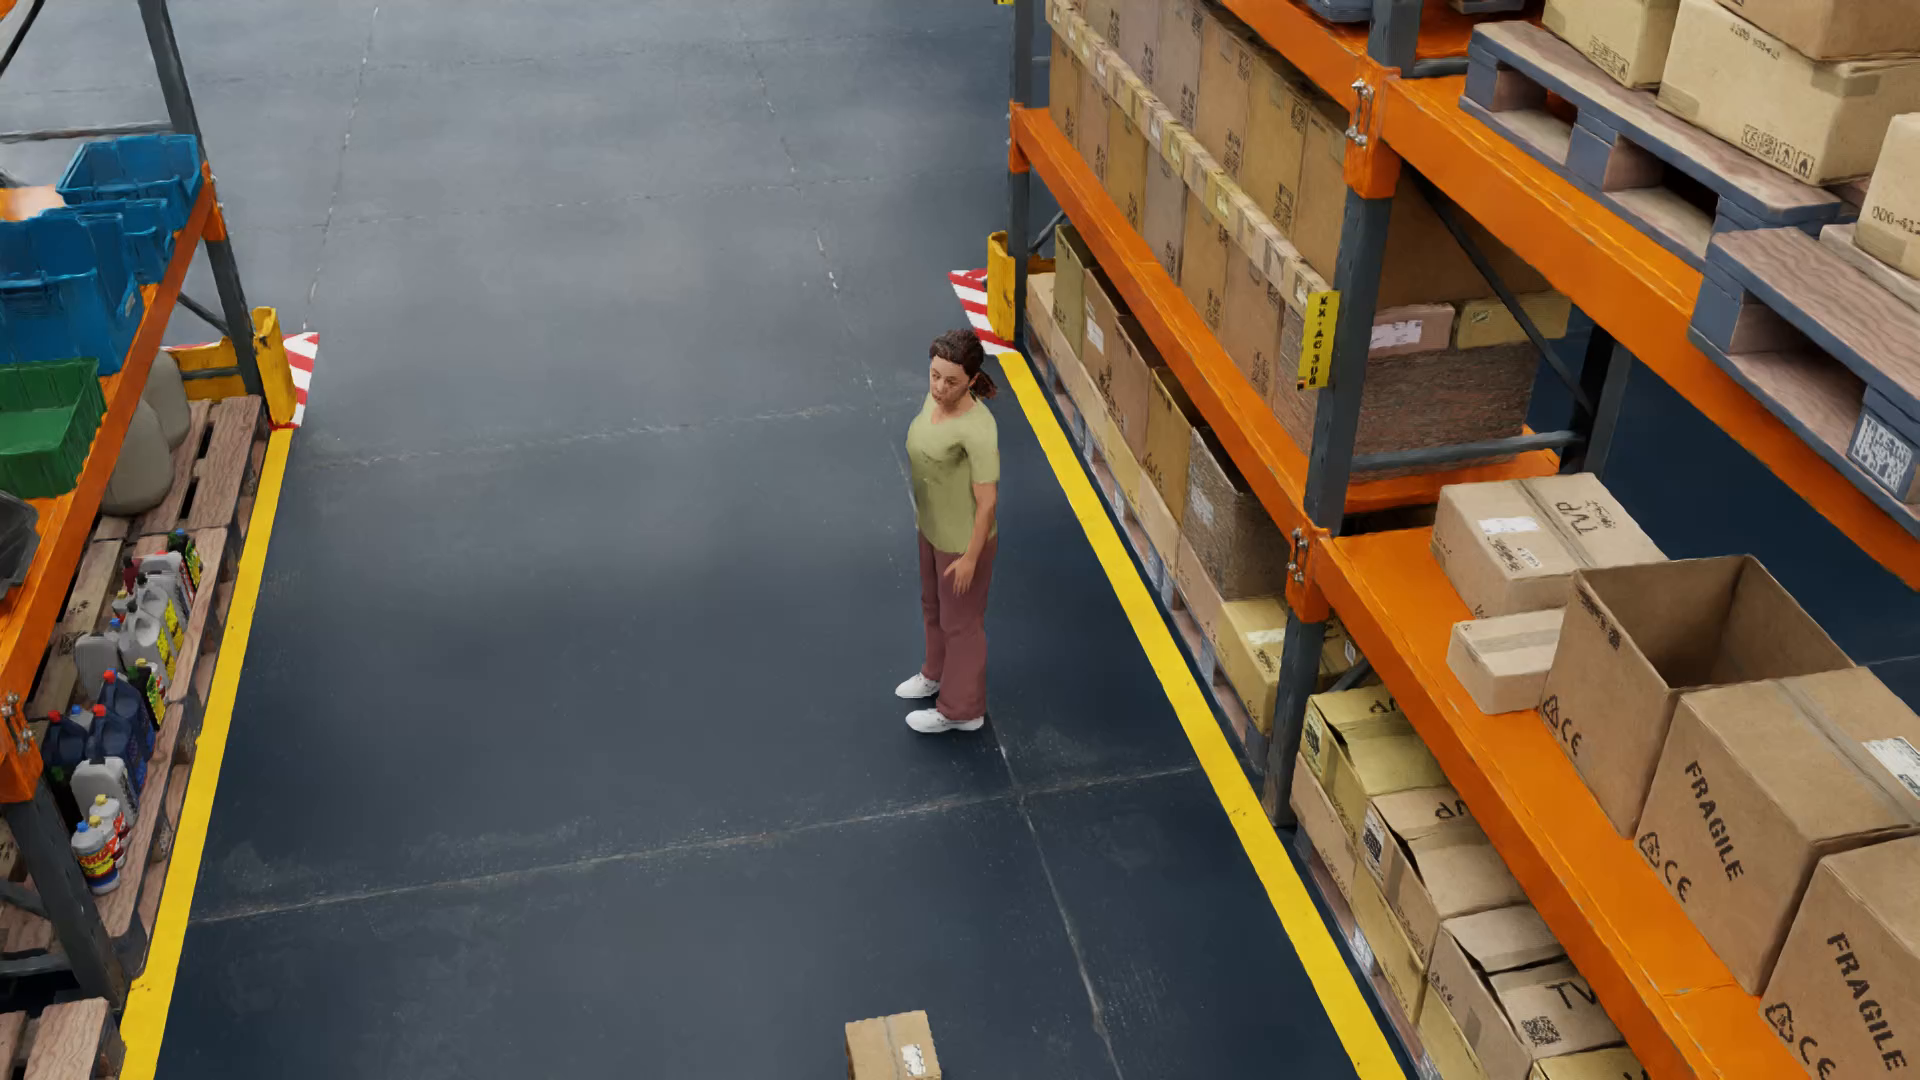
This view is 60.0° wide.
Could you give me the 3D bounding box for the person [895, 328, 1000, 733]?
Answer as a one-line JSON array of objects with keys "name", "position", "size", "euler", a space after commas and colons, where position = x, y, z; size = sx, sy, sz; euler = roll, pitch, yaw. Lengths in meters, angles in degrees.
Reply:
[{"name": "person", "position": [-0.046, -0.003, 6.148], "size": [0.390, 1.708, 0.484], "euler": [-14, 37, -20]}]
